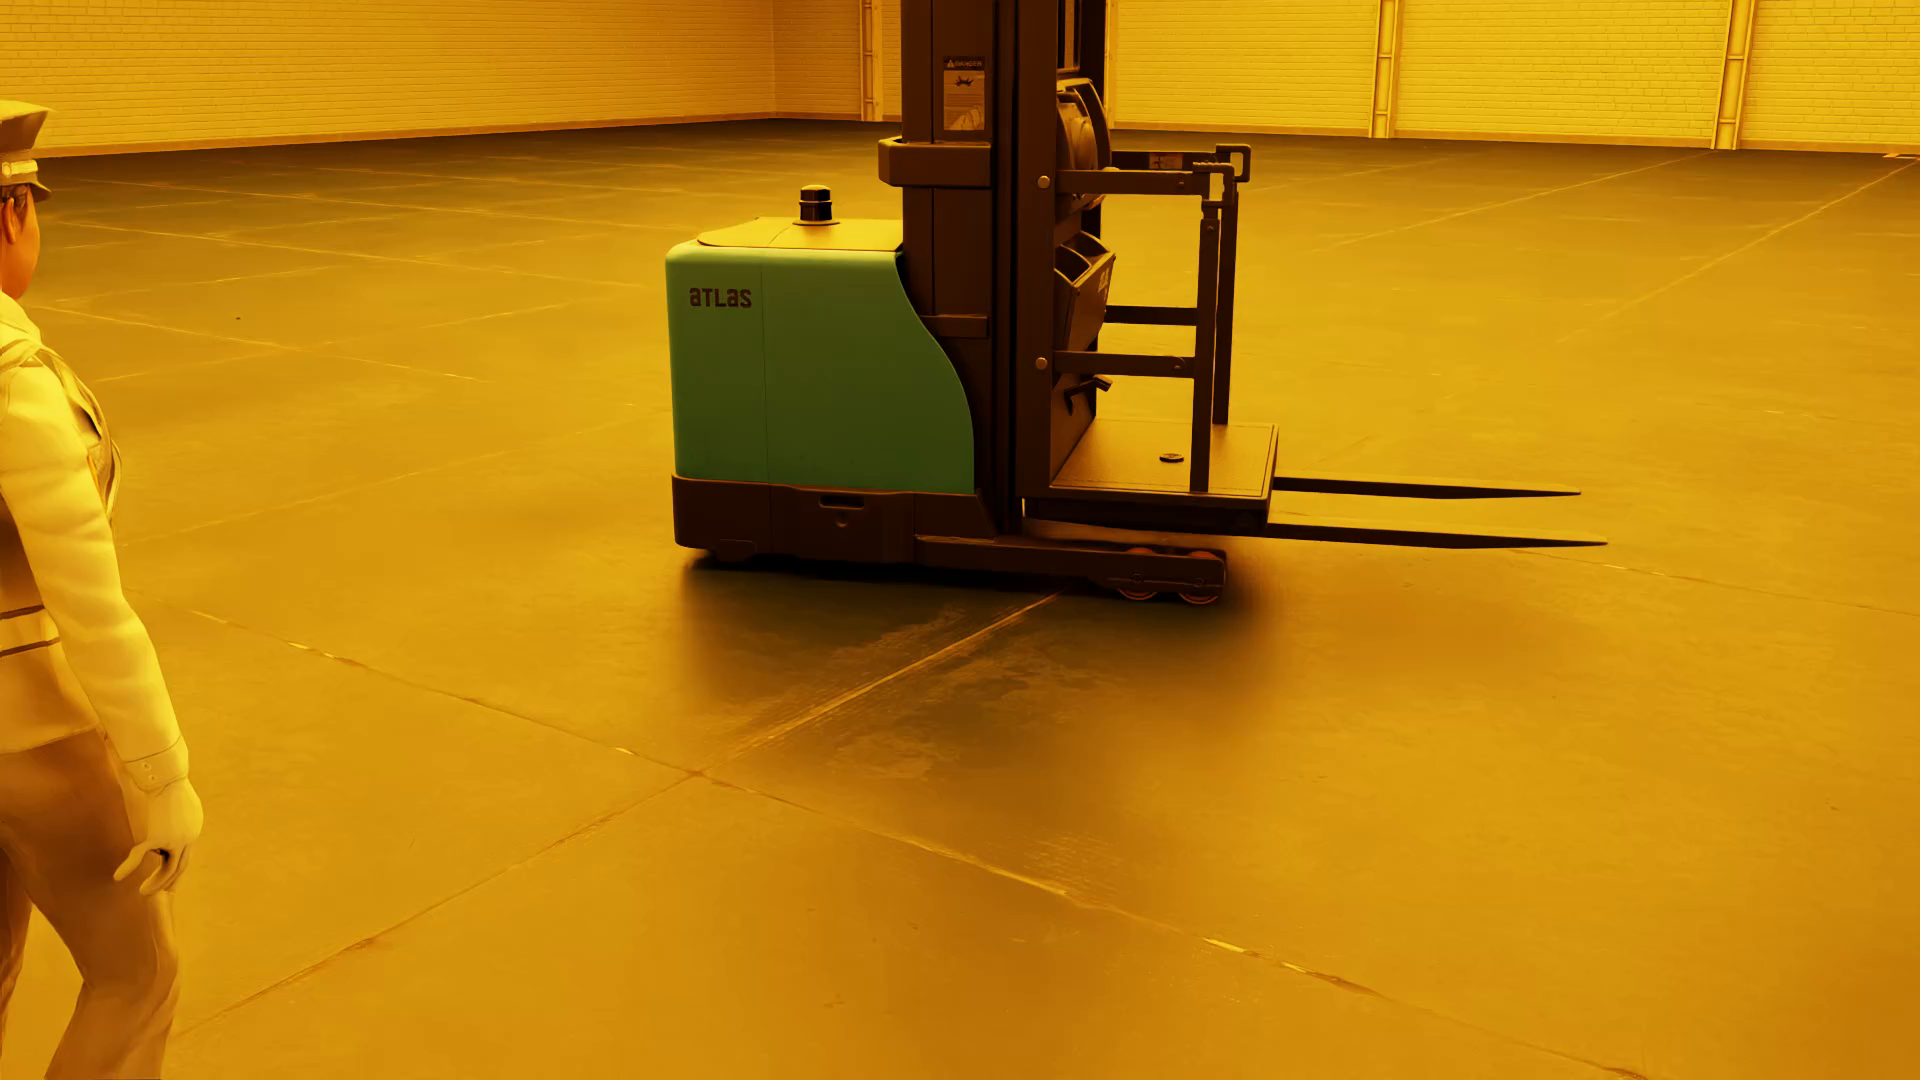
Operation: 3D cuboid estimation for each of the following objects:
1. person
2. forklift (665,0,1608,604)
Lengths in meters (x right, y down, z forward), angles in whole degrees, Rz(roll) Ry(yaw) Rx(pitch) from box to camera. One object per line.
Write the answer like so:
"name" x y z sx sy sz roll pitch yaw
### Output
"person" -1.260 0.238 2.256 0.606 1.673 0.412 8 18 24
"forklift" 0.595 -1.367 5.404 3.031 2.935 1.130 4 17 12
